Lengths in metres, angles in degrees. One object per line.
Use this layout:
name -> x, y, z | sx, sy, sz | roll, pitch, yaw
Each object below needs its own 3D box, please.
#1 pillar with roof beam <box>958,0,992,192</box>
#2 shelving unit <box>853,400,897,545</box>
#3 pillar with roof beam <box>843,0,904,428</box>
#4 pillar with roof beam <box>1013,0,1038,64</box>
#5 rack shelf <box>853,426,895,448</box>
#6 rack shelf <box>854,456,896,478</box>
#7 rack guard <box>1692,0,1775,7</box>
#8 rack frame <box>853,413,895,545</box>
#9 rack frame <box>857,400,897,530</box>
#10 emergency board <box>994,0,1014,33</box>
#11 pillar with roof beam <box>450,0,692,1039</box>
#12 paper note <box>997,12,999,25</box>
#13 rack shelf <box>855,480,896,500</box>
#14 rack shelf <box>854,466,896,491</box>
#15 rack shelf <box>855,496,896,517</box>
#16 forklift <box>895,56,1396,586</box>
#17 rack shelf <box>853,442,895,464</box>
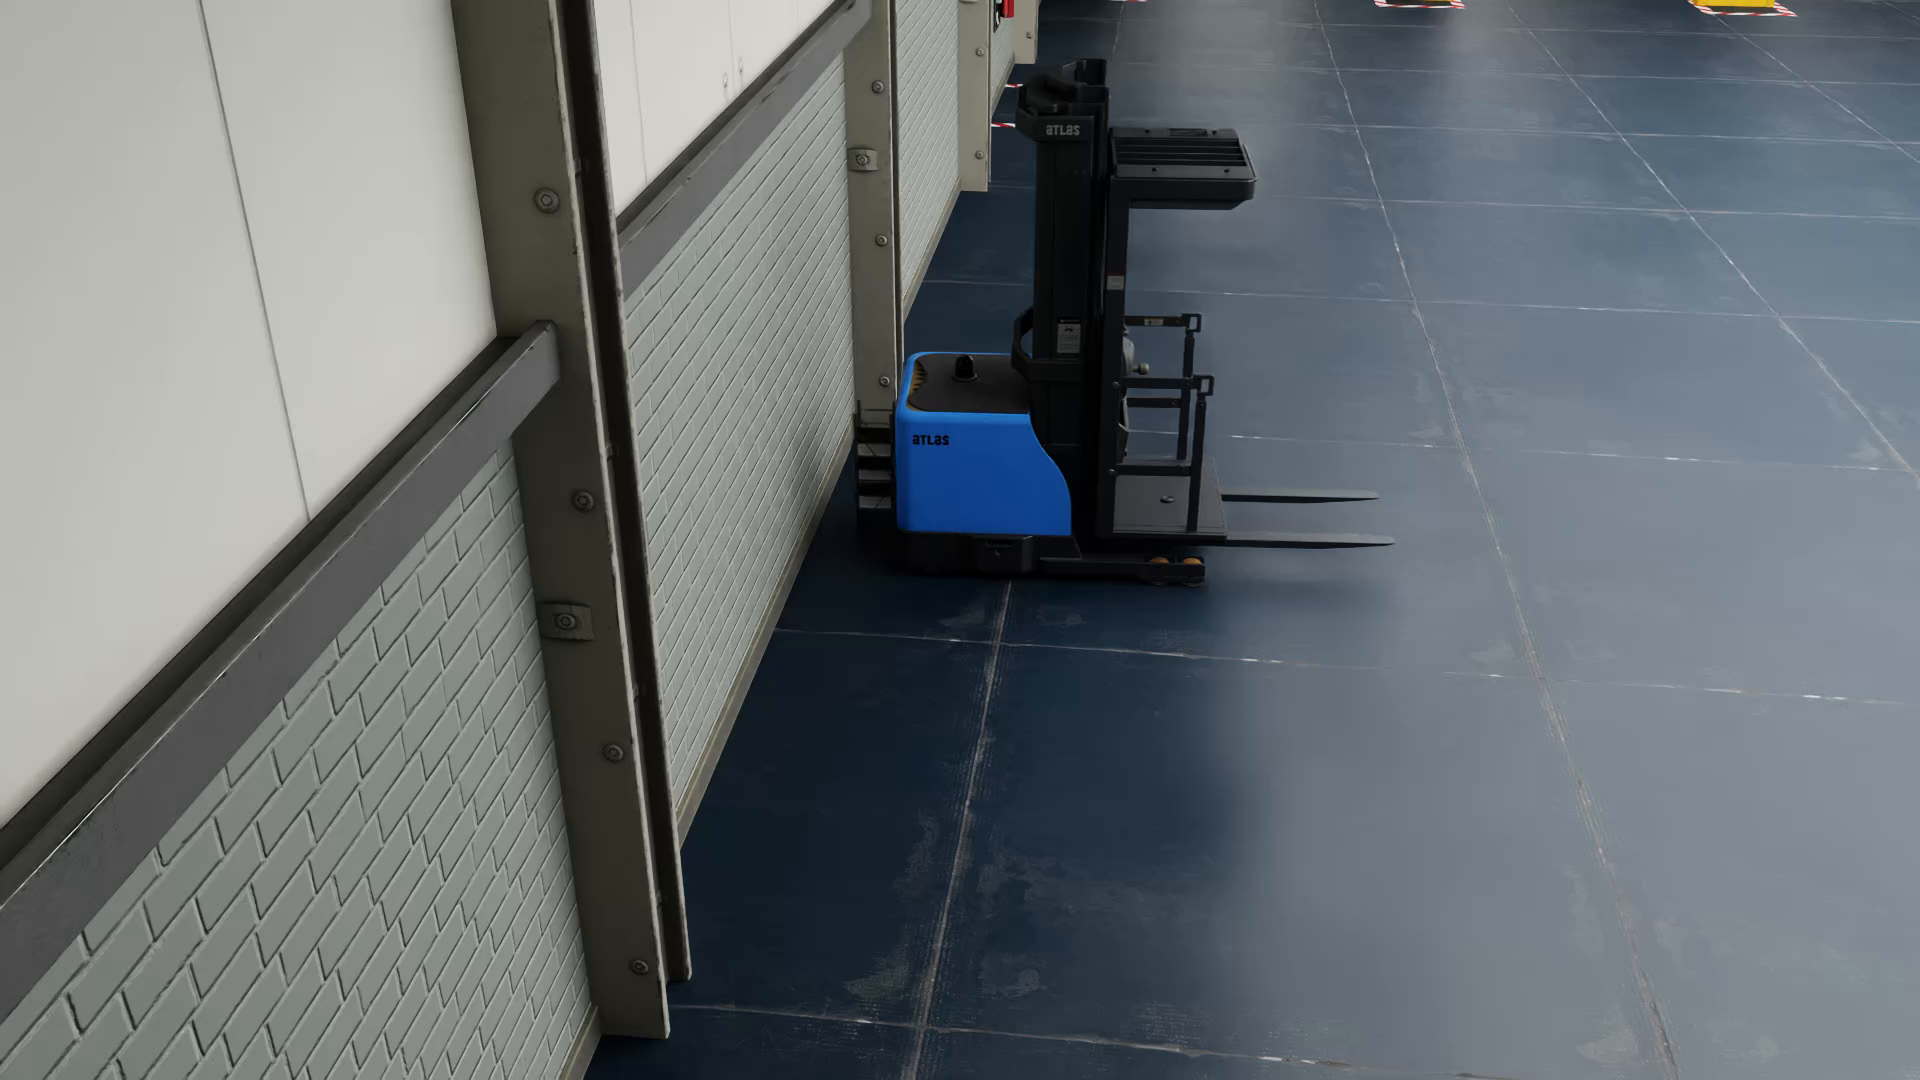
pillar with roof beam -> 4.420, -7.429, 14.845 | 9.100, 9.000, 0.400 | 3, 28, 6
shelving unit -> -0.520, -0.414, 10.361 | 0.258, 0.900, 0.210 | 1, 28, 3
pillar with roof beam -> 3.685, -4.605, 9.602 | 9.100, 9.000, 0.400 | 3, 28, 6
pillar with roof beam -> 5.155, -10.254, 20.087 | 9.100, 9.000, 0.400 | 3, 28, 6
rack shelf -> -0.521, -0.622, 10.249 | 0.258, 0.077, 0.200 | 1, 28, 3
rack shelf -> -0.520, -0.464, 10.334 | 0.258, 0.077, 0.200 | 1, 28, 3
rack guard -> 12.186, -8.670, 26.107 | 1.175, 0.500, 0.348 | 3, 28, 6
rack frame -> -0.526, -0.366, 10.272 | 0.240, 0.900, 0.006 | 1, 28, 3
rack frame -> -0.515, -0.462, 10.451 | 0.240, 0.900, 0.006 | 1, 28, 3
emergency board -> 0.542, -6.702, 19.819 | 0.194, 1.169, 0.643 | 3, 28, 6
pillar with roof beam -> 2.950, -1.781, 4.360 | 9.100, 9.000, 0.400 | 3, 28, 6
paper note -> 0.452, -6.235, 19.881 | 0.016, 0.148, 0.142 | 3, 28, 6
rack shelf -> -0.520, -0.305, 10.420 | 0.258, 0.077, 0.200 | 1, 28, 3
rack shelf -> -0.520, -0.385, 10.377 | 0.258, 0.077, 0.200 | 1, 28, 3
rack shelf -> -0.520, -0.226, 10.463 | 0.258, 0.077, 0.200 | 1, 28, 3
forklift -> 1.141, -1.273, 9.814 | 3.031, 2.935, 1.130 | 1, 28, 3
rack shelf -> -0.520, -0.543, 10.292 | 0.258, 0.077, 0.200 | 1, 28, 3
